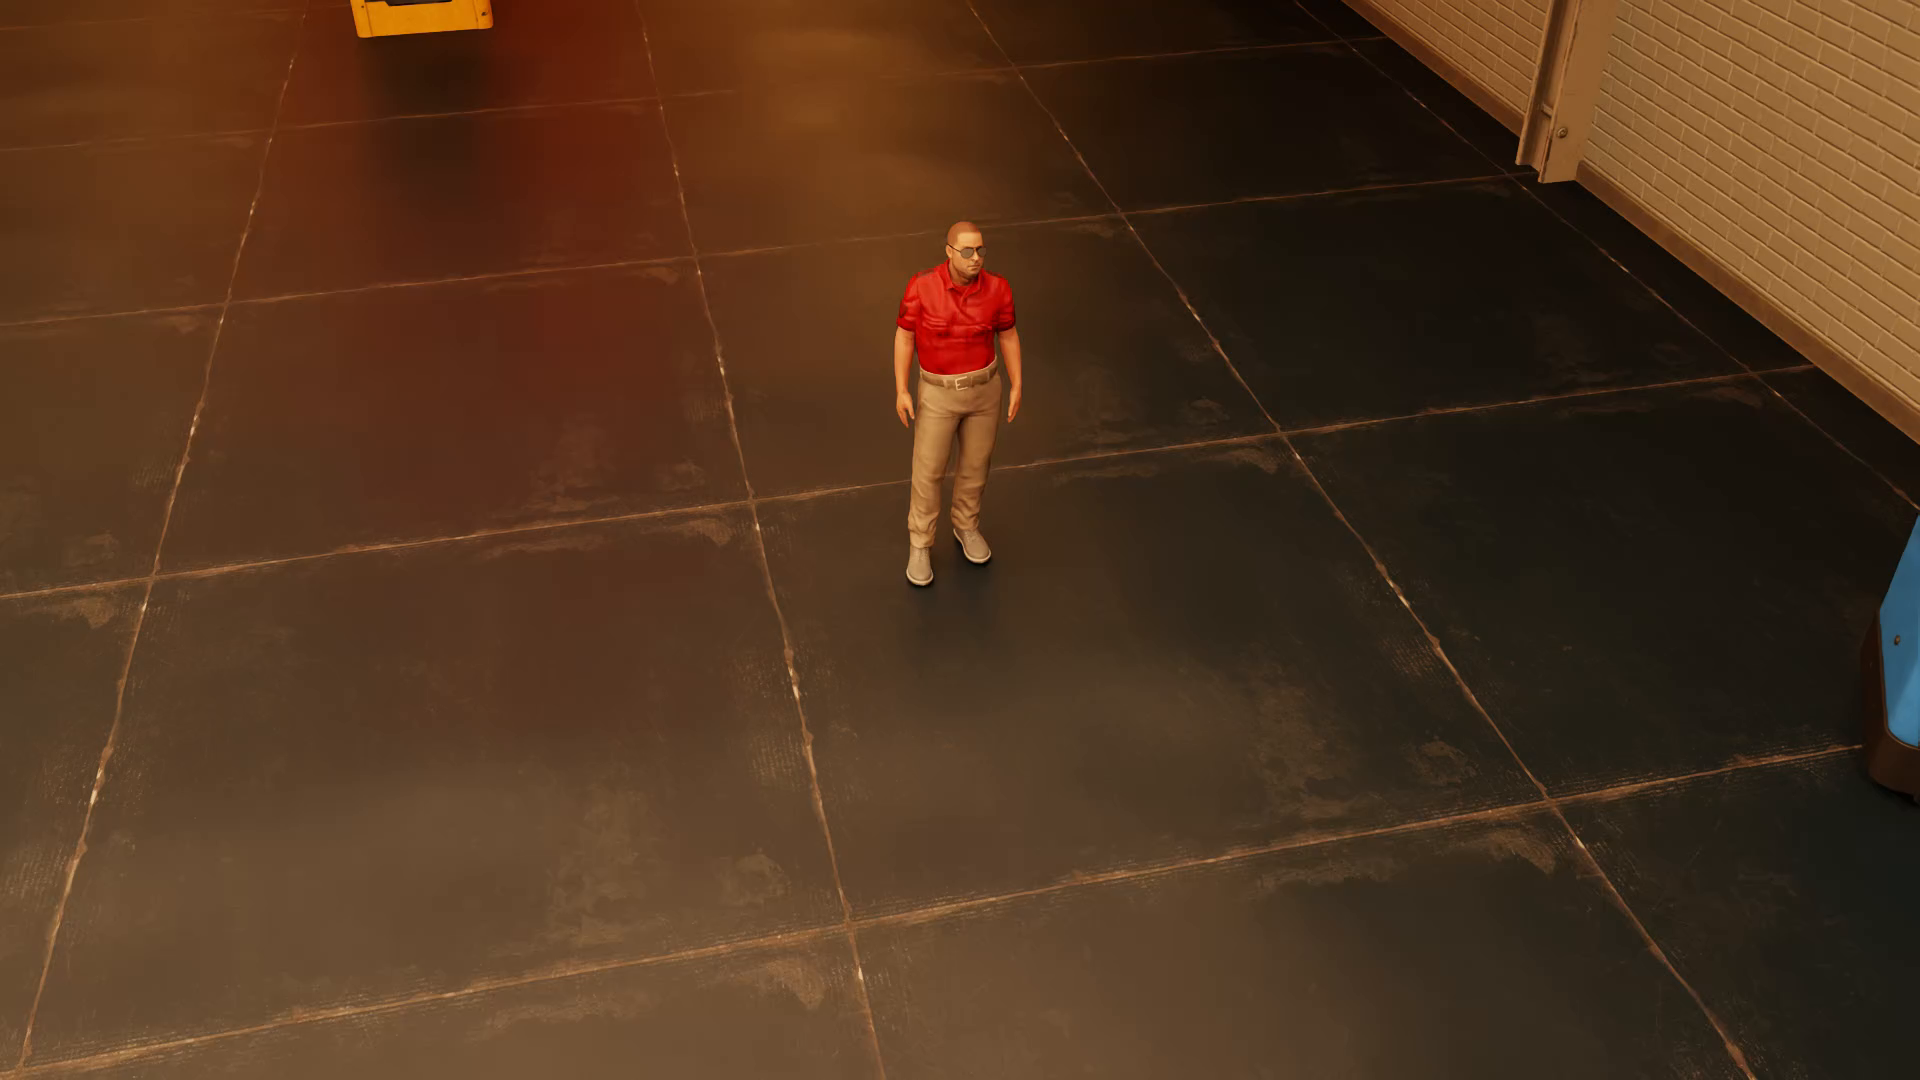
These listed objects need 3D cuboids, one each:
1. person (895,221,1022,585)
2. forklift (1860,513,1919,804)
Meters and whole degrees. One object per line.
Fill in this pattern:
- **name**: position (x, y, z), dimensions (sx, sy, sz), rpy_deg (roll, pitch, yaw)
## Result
- **person**: position (0.008, -0.655, 7.977), dimensions (0.640, 1.727, 0.551), rpy_deg (-8, 36, -11)
- **forklift**: position (5.425, -0.056, 6.129), dimensions (3.031, 2.935, 1.130), rpy_deg (13, 38, 18)
